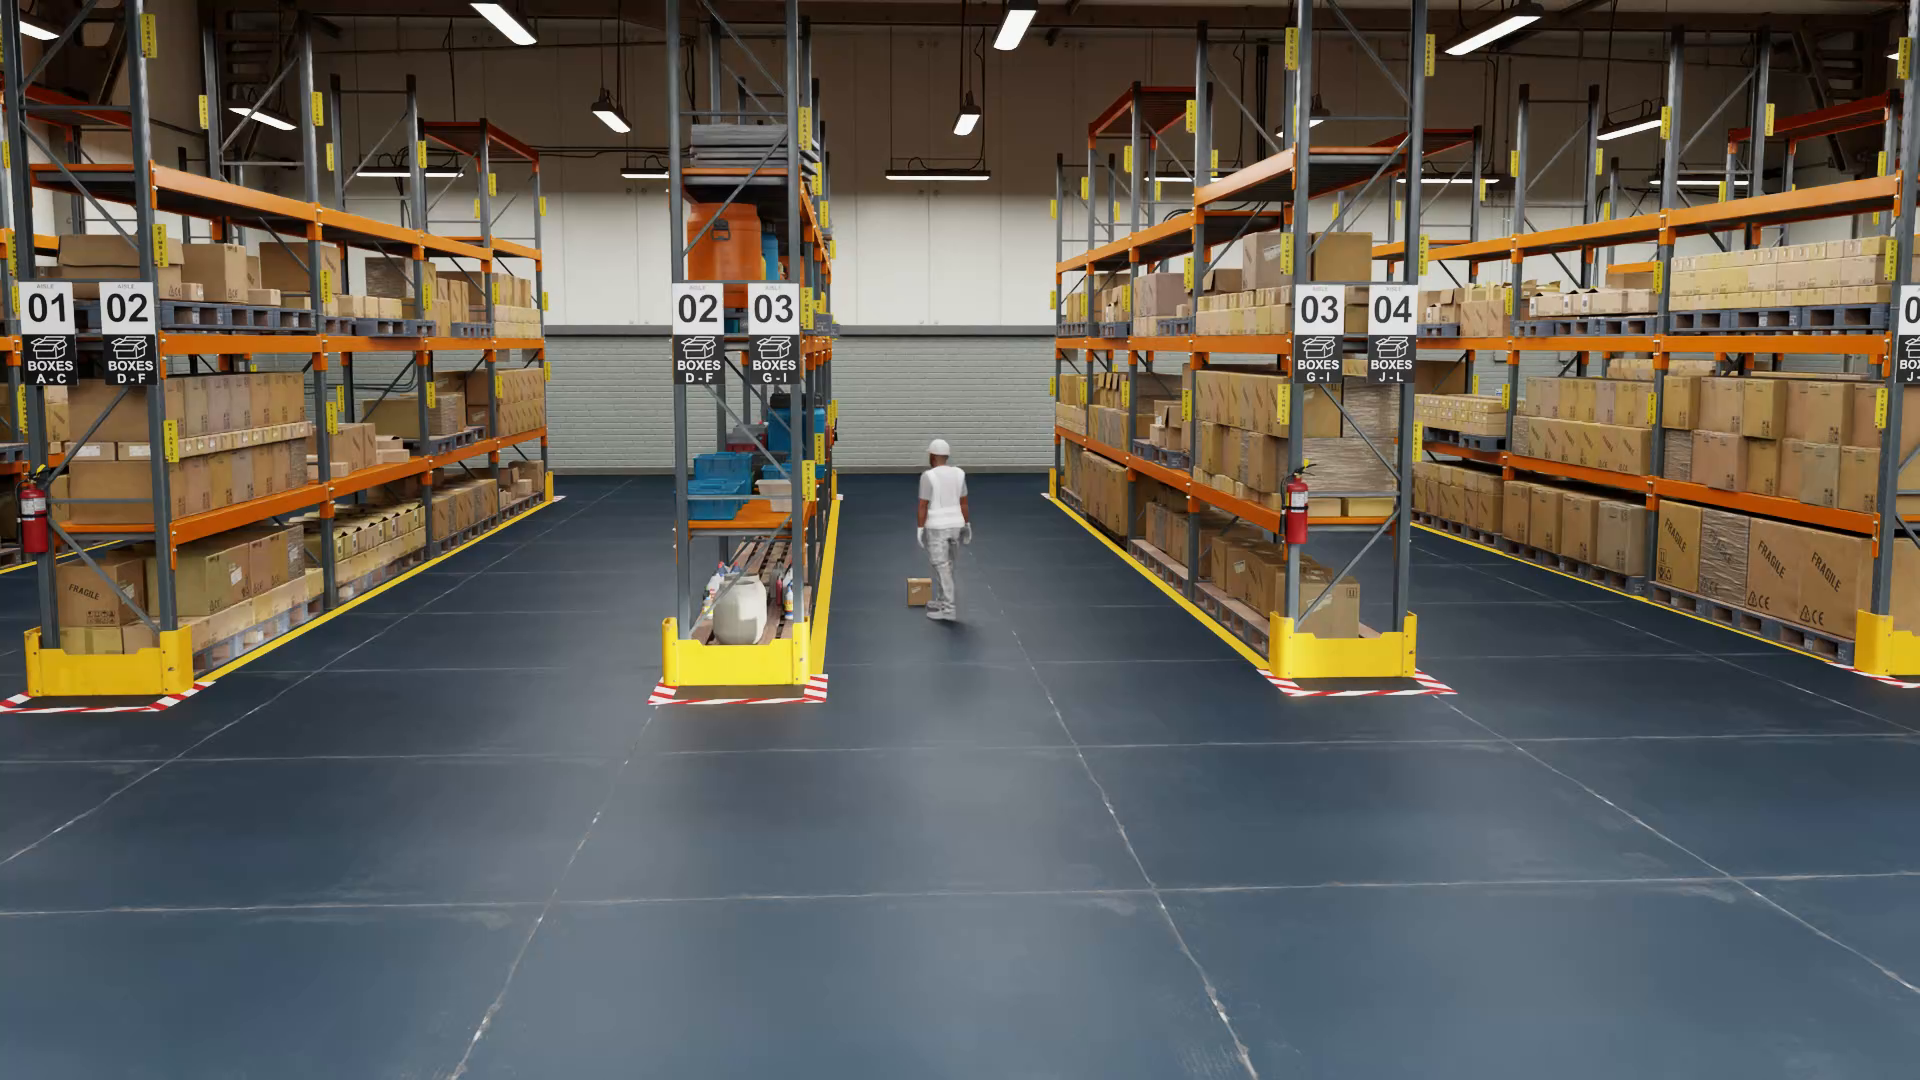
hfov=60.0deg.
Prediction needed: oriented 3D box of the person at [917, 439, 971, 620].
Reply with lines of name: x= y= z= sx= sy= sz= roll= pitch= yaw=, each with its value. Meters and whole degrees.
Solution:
person: x=-0.234 y=-0.124 z=16.584 sx=0.599 sy=1.767 sz=0.729 roll=-6 pitch=9 yaw=-41
